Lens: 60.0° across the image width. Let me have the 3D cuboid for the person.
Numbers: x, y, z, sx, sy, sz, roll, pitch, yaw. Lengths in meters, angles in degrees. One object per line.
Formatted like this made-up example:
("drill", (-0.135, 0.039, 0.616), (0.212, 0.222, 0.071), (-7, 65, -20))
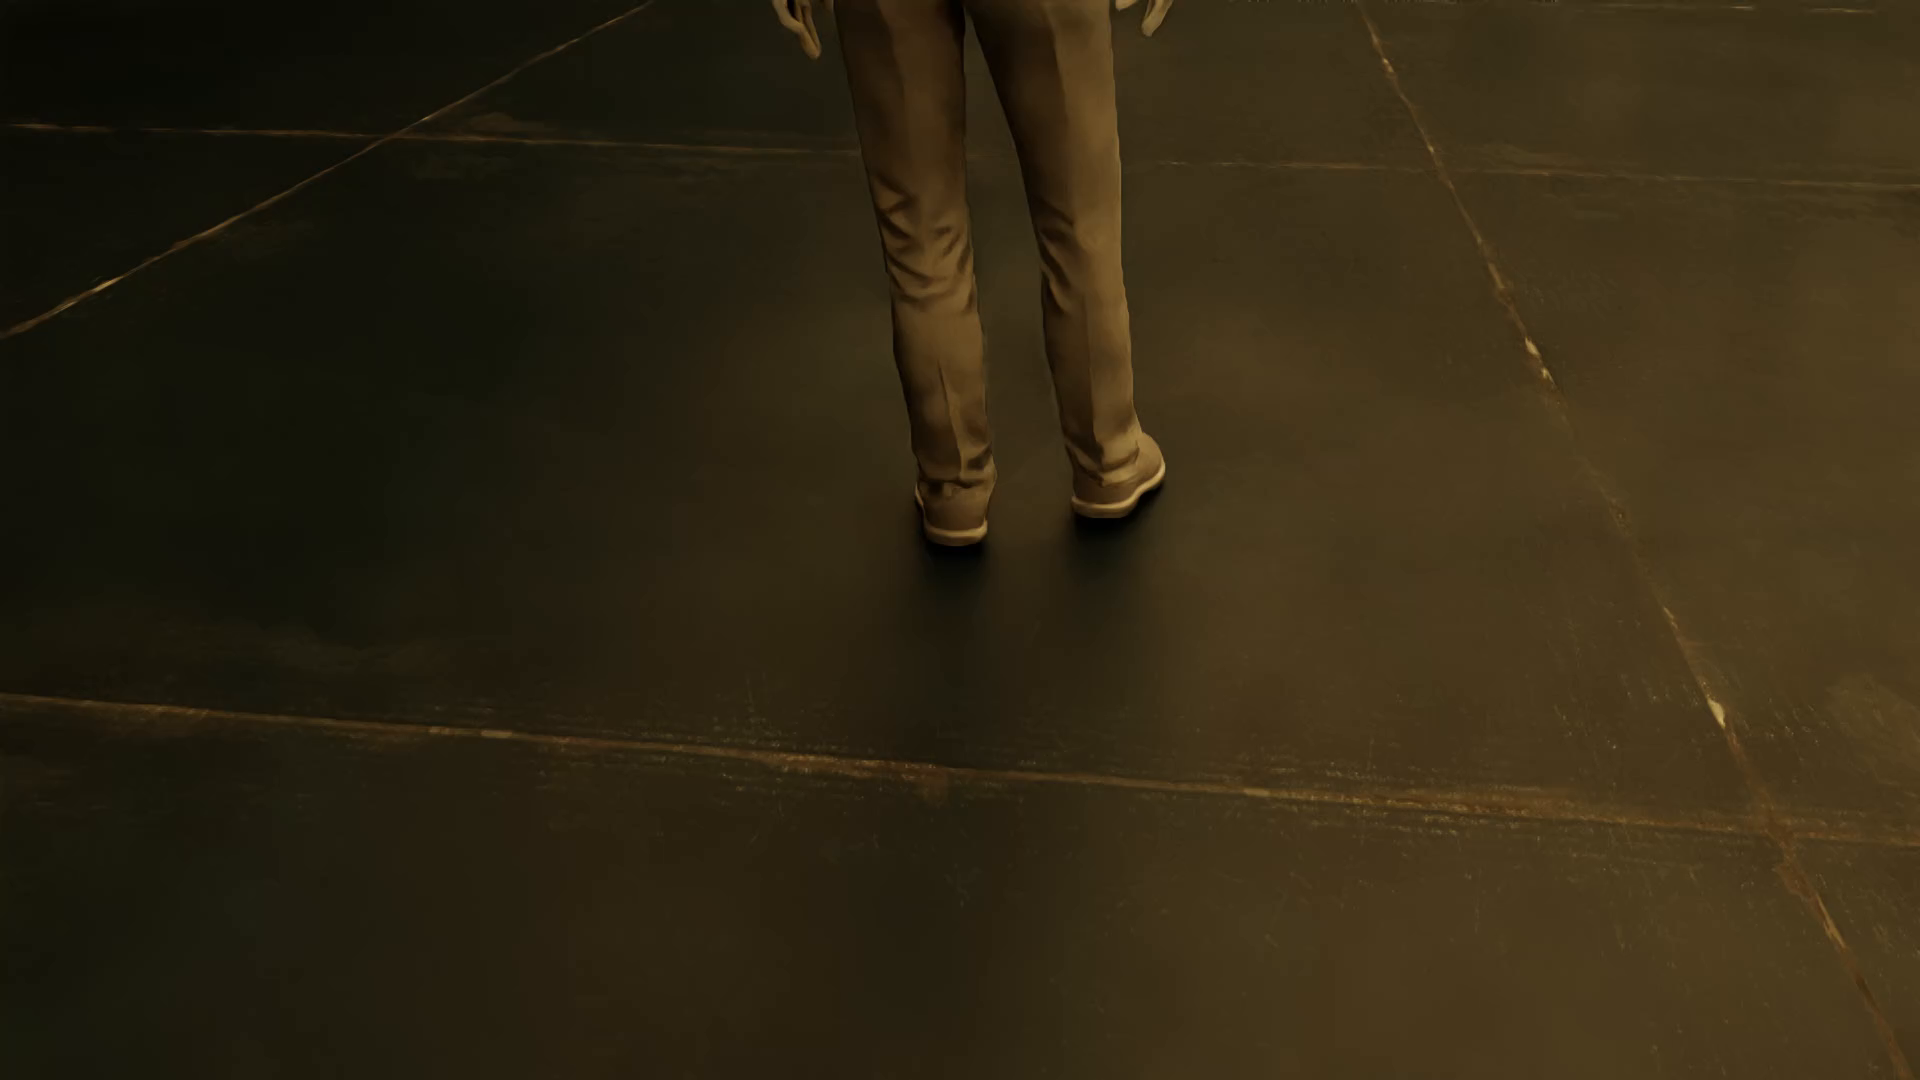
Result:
("person", (0.016, -0.795, 2.178), (0.586, 1.695, 0.533), (3, 27, 7))
